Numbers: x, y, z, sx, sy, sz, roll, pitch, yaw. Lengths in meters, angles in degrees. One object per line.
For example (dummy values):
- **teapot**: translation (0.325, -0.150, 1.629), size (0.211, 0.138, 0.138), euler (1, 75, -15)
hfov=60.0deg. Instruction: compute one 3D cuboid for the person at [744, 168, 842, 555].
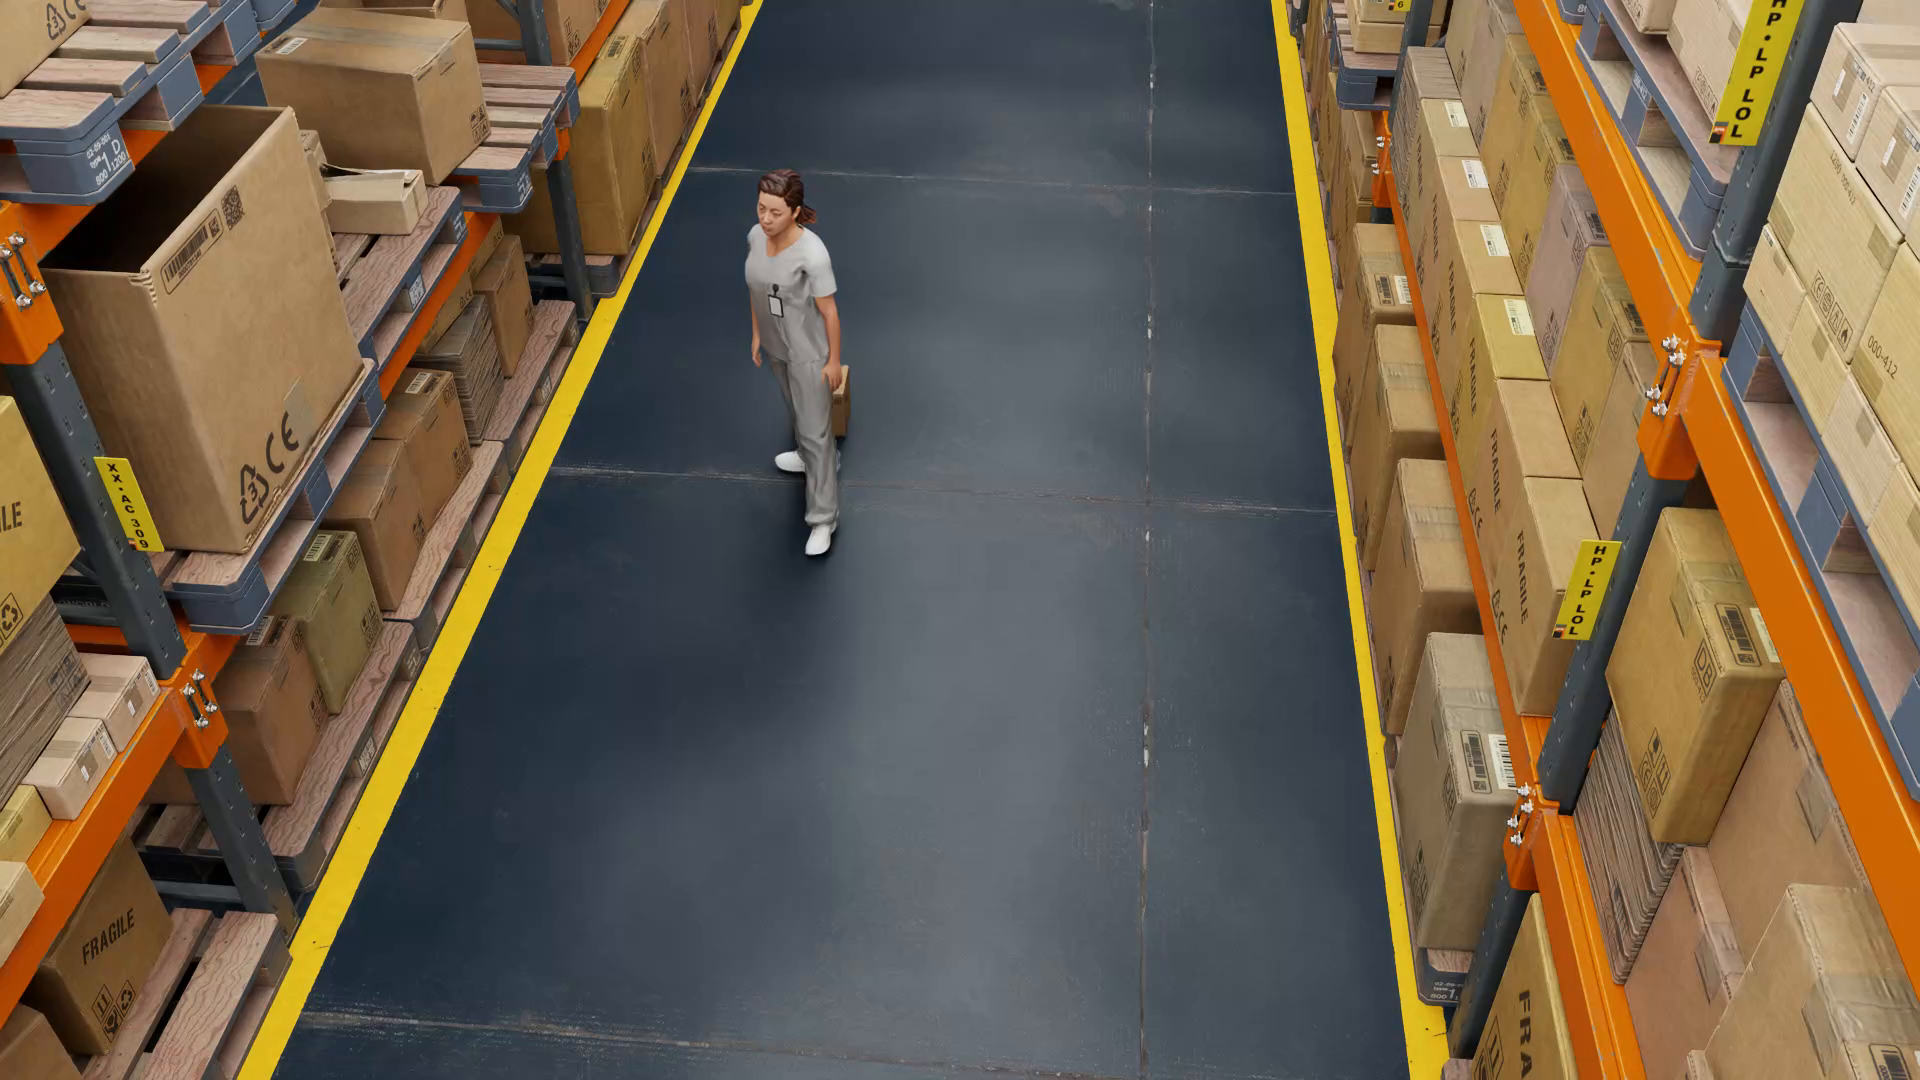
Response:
- **person**: translation (-0.684, -0.799, 7.075), size (0.681, 1.659, 0.581), euler (32, 50, 32)
